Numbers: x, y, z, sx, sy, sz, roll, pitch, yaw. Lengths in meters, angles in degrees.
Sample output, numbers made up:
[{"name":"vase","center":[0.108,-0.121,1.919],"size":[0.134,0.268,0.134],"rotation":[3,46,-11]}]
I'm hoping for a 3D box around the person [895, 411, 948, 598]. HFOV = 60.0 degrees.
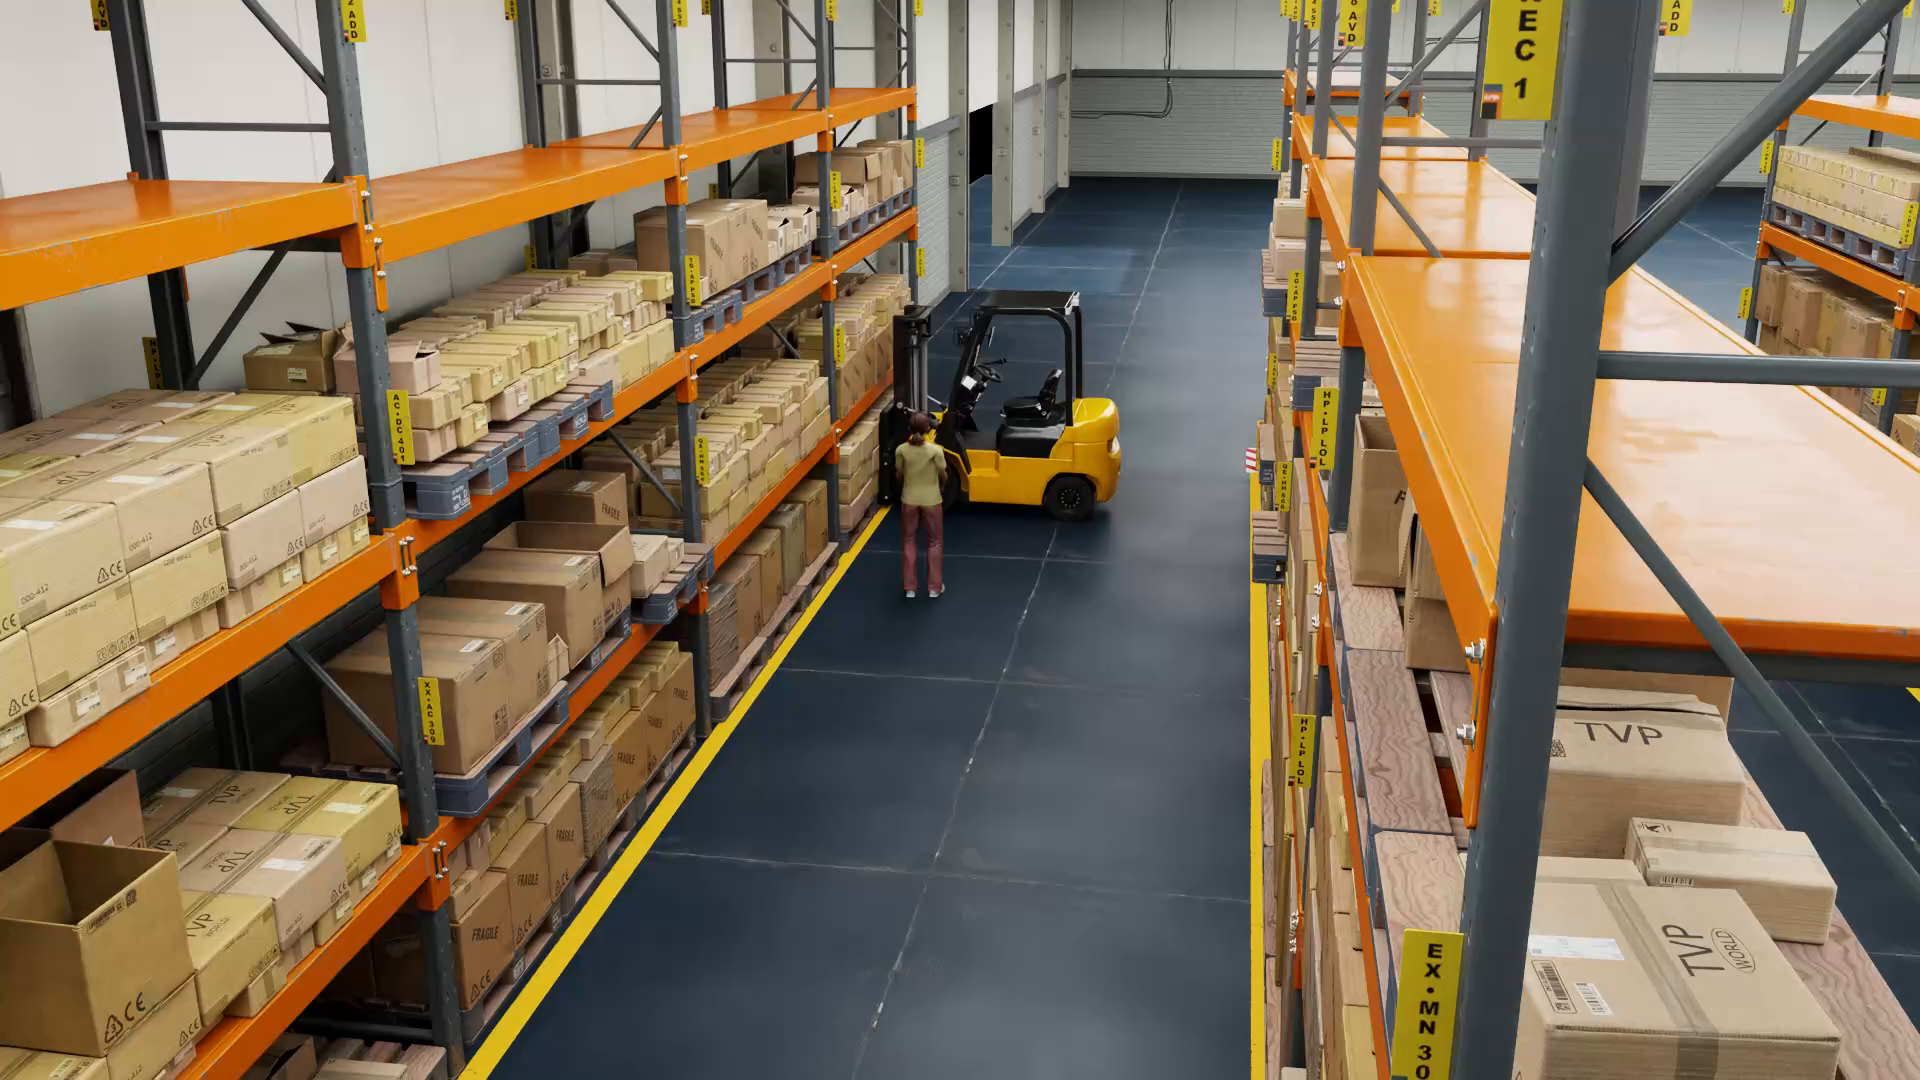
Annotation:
[{"name":"person","center":[-0.328,-0.328,14.512],"size":[0.452,1.672,0.523],"rotation":[3,18,8]}]
